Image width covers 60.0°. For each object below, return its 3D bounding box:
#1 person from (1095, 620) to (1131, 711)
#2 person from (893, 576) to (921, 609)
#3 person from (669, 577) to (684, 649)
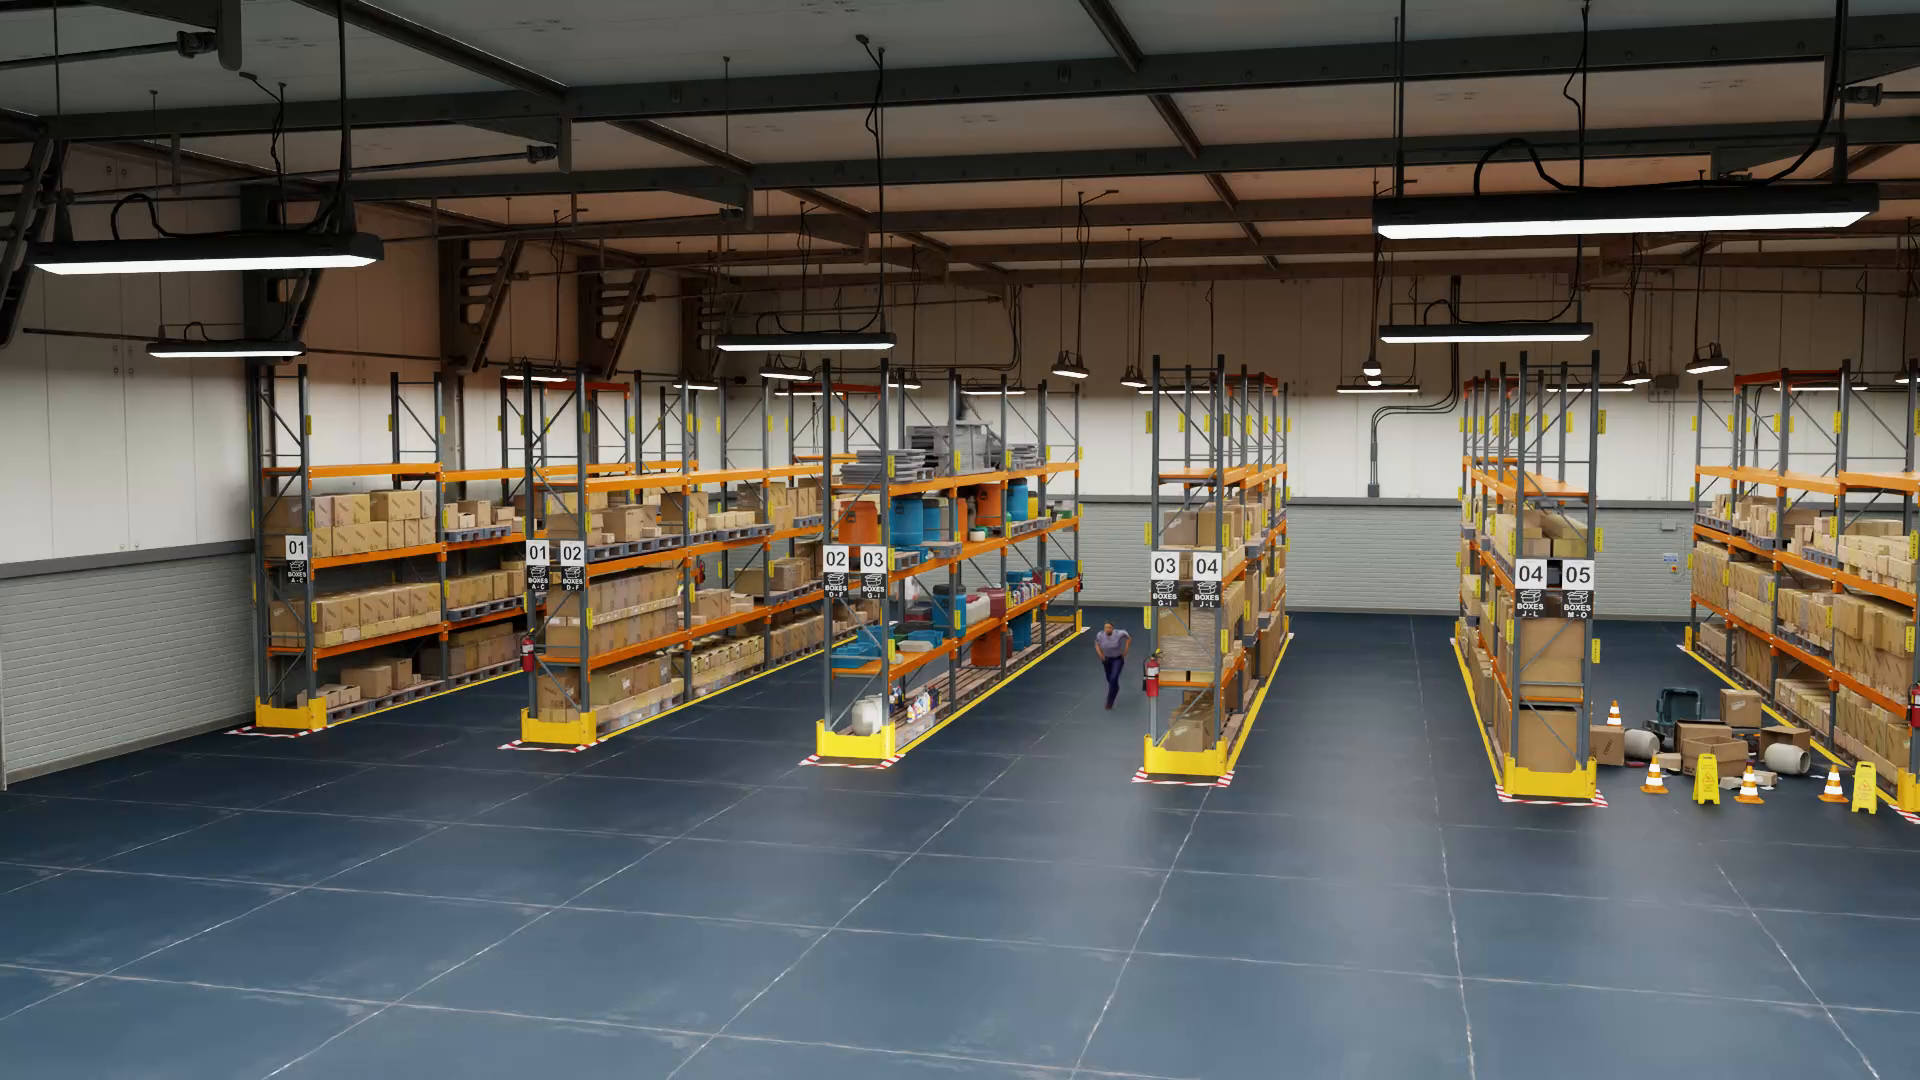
[{"bbox_3d":[2.738,2.193,29.629,0.640,1.613,0.973,1,4,15],"label":"person"},{"bbox_3d":[-1.279,1.406,39.670,0.674,1.736,0.653,1,4,16],"label":"person"},{"bbox_3d":[-6.232,1.624,36.457,0.679,1.752,0.911,0,4,7],"label":"person"}]
